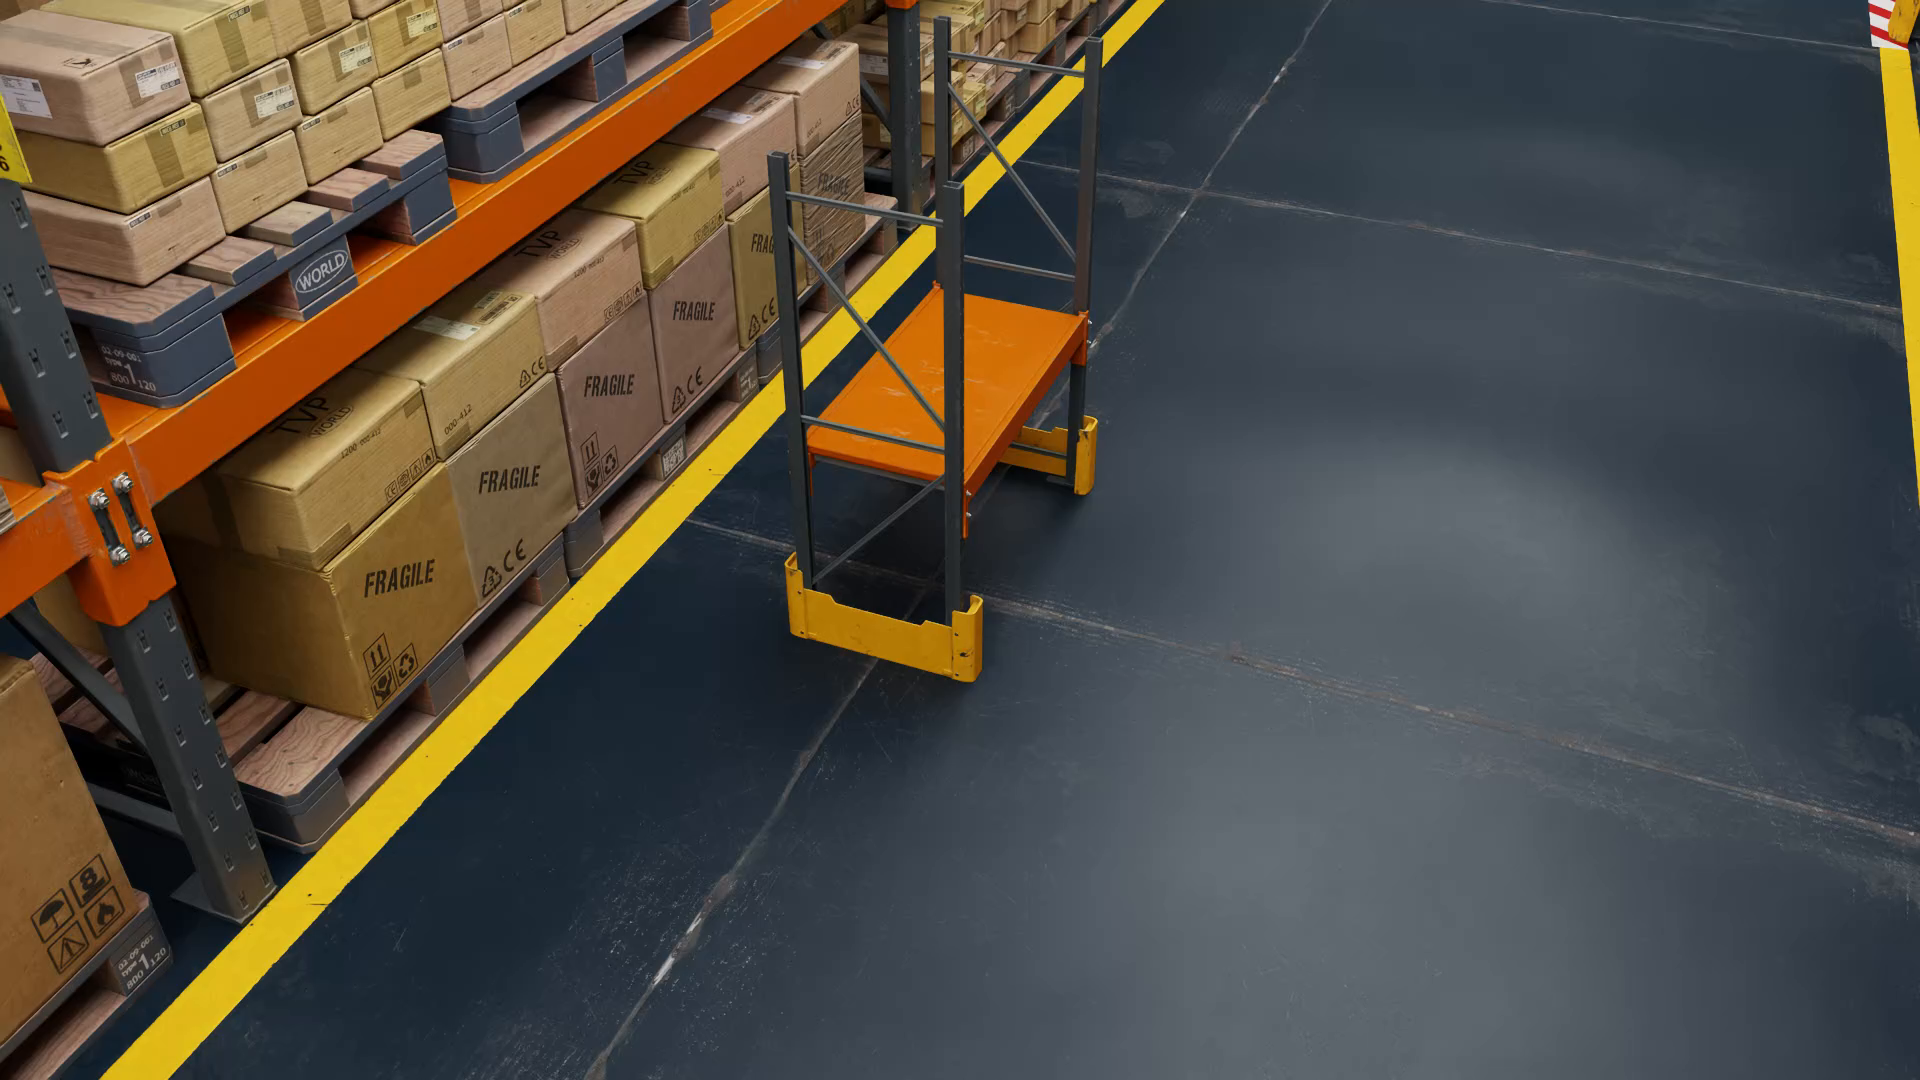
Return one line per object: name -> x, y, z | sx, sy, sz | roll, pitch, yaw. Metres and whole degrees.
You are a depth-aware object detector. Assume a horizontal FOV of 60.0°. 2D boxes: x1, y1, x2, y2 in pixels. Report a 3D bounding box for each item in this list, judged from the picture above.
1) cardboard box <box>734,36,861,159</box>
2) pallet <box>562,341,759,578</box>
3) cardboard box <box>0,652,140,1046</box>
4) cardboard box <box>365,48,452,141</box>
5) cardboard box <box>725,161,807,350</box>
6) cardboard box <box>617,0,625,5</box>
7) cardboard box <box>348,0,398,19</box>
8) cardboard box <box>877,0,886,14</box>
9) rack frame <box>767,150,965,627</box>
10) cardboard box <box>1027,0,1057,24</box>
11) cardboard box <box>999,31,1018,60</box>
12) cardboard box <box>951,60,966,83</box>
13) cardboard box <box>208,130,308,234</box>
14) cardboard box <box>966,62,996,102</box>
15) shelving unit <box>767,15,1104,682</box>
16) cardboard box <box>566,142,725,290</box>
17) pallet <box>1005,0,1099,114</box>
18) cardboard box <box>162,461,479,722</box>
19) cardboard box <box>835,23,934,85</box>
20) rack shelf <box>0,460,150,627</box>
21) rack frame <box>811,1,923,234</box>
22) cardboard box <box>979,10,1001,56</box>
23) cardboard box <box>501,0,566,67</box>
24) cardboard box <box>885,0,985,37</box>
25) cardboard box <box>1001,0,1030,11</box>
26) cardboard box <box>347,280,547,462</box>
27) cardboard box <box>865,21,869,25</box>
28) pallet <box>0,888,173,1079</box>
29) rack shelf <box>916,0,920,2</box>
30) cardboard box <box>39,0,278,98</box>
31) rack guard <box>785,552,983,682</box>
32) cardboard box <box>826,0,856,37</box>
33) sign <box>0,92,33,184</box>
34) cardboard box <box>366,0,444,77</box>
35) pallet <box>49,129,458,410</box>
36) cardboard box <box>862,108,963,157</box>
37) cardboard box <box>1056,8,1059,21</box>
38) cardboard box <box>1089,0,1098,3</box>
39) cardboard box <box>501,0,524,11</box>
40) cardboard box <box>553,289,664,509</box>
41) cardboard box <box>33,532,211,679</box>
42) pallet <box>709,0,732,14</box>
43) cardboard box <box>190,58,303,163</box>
cardboard box -> -0.691, -1.630, 6.036 | 0.500, 0.250, 0.500 | 13, 39, 17
pallet -> -1.399, -0.406, 5.617 | 1.003, 0.211, 1.213 | 14, 39, 18
cardboard box -> -2.479, 0.632, 3.428 | 1.050, 0.750, 0.750 | 13, 39, 17
cardboard box -> -1.501, -1.135, 4.122 | 0.380, 0.149, 0.250 | 16, 40, 20
cardboard box -> -0.886, -1.048, 5.884 | 0.500, 0.500, 0.500 | 13, 39, 17
cardboard box -> -1.103, -1.713, 4.895 | 0.380, 0.149, 0.250 | 16, 39, 20
cardboard box -> -1.510, -1.366, 3.934 | 0.380, 0.149, 0.250 | 12, 38, 16
cardboard box -> -0.428, -2.569, 7.715 | 0.380, 0.149, 0.250 | 15, 39, 19
rack frame -> -0.226, -0.272, 4.361 | 0.500, 1.500, 0.032 | 14, 39, 18
cardboard box -> 0.251, -2.630, 8.046 | 0.380, 0.149, 0.250 | 14, 39, 17
cardboard box -> 0.062, -2.393, 7.976 | 0.380, 0.149, 0.250 | 12, 38, 16
cardboard box -> -0.195, -2.066, 7.291 | 0.380, 0.149, 0.250 | 14, 39, 18
cardboard box -> -1.705, -0.836, 3.722 | 0.380, 0.149, 0.250 | 16, 40, 20
cardboard box -> -0.058, -2.084, 7.563 | 0.380, 0.149, 0.250 | 14, 39, 18
shelving unit -> -0.029, -0.559, 4.745 | 0.587, 1.500, 1.083 | 14, 39, 18
cardboard box -> -1.087, -1.052, 5.263 | 0.500, 0.250, 0.500 | 12, 38, 16
pallet -> 0.044, -2.573, 8.516 | 1.003, 0.211, 1.213 | 14, 39, 18
cardboard box -> -1.659, 0.082, 4.372 | 0.500, 0.500, 0.500 | 12, 38, 16
cardboard box -> -0.319, -2.041, 7.008 | 0.380, 0.149, 0.250 | 15, 39, 20
rack shelf -> -2.925, 0.978, 2.037 | 1.077, 0.370, 4.000 | 14, 39, 18
rack frame -> -0.642, -2.632, 6.266 | 1.000, 3.000, 0.127 | 14, 39, 18
cardboard box -> -0.030, -2.358, 7.681 | 0.380, 0.149, 0.250 | 12, 38, 15
cardboard box -> -1.304, -1.422, 4.506 | 0.380, 0.149, 0.250 | 14, 39, 18
cardboard box -> -0.109, -2.331, 7.396 | 0.380, 0.149, 0.250 | 13, 39, 17
cardboard box -> 0.142, -2.603, 7.760 | 0.380, 0.149, 0.250 | 15, 39, 19
cardboard box -> -1.485, -0.493, 4.514 | 0.500, 0.250, 0.500 | 13, 39, 17
cardboard box -> -0.639, -2.330, 7.643 | 0.380, 0.149, 0.250 | 13, 39, 16
pallet -> -2.533, 1.118, 3.577 | 1.003, 0.211, 1.213 | 14, 39, 18
rack shelf -> 0.119, -3.452, 7.963 | 1.077, 0.370, 4.000 | 14, 39, 18
cardboard box -> -1.709, -1.085, 3.558 | 0.380, 0.149, 0.250 | 13, 39, 17
rack guard -> -0.219, 0.218, 4.750 | 0.587, 0.250, 0.087 | 14, 39, 18
cardboard box -> -0.687, -2.304, 7.360 | 0.380, 0.149, 0.250 | 14, 39, 18
sign -> -1.649, -0.757, 2.790 | 0.100, 0.325, 0.005 | 14, 39, 18
cardboard box -> -1.499, -1.265, 4.048 | 0.380, 0.149, 0.250 | 14, 39, 18
pallet -> -1.991, -0.760, 3.921 | 1.213, 0.211, 1.003 | 14, 39, 18
cardboard box -> -0.206, -1.787, 7.166 | 0.380, 0.149, 0.250 | 12, 38, 16
cardboard box -> 0.279, -2.678, 8.357 | 0.380, 0.149, 0.250 | 15, 39, 19
cardboard box -> 0.567, -2.947, 8.718 | 0.380, 0.149, 0.250 | 12, 38, 16
cardboard box -> -1.305, -1.540, 4.415 | 0.380, 0.149, 0.250 | 13, 39, 17
cardboard box -> -1.280, -0.483, 5.127 | 0.500, 0.500, 0.500 | 13, 39, 17
cardboard box -> -2.155, -0.009, 4.493 | 0.500, 0.500, 0.500 | 14, 39, 18
pallet -> -1.067, -2.166, 5.802 | 1.003, 0.211, 1.213 | 14, 39, 18
cardboard box -> -1.693, -0.977, 3.662 | 0.380, 0.149, 0.250 | 16, 40, 20
